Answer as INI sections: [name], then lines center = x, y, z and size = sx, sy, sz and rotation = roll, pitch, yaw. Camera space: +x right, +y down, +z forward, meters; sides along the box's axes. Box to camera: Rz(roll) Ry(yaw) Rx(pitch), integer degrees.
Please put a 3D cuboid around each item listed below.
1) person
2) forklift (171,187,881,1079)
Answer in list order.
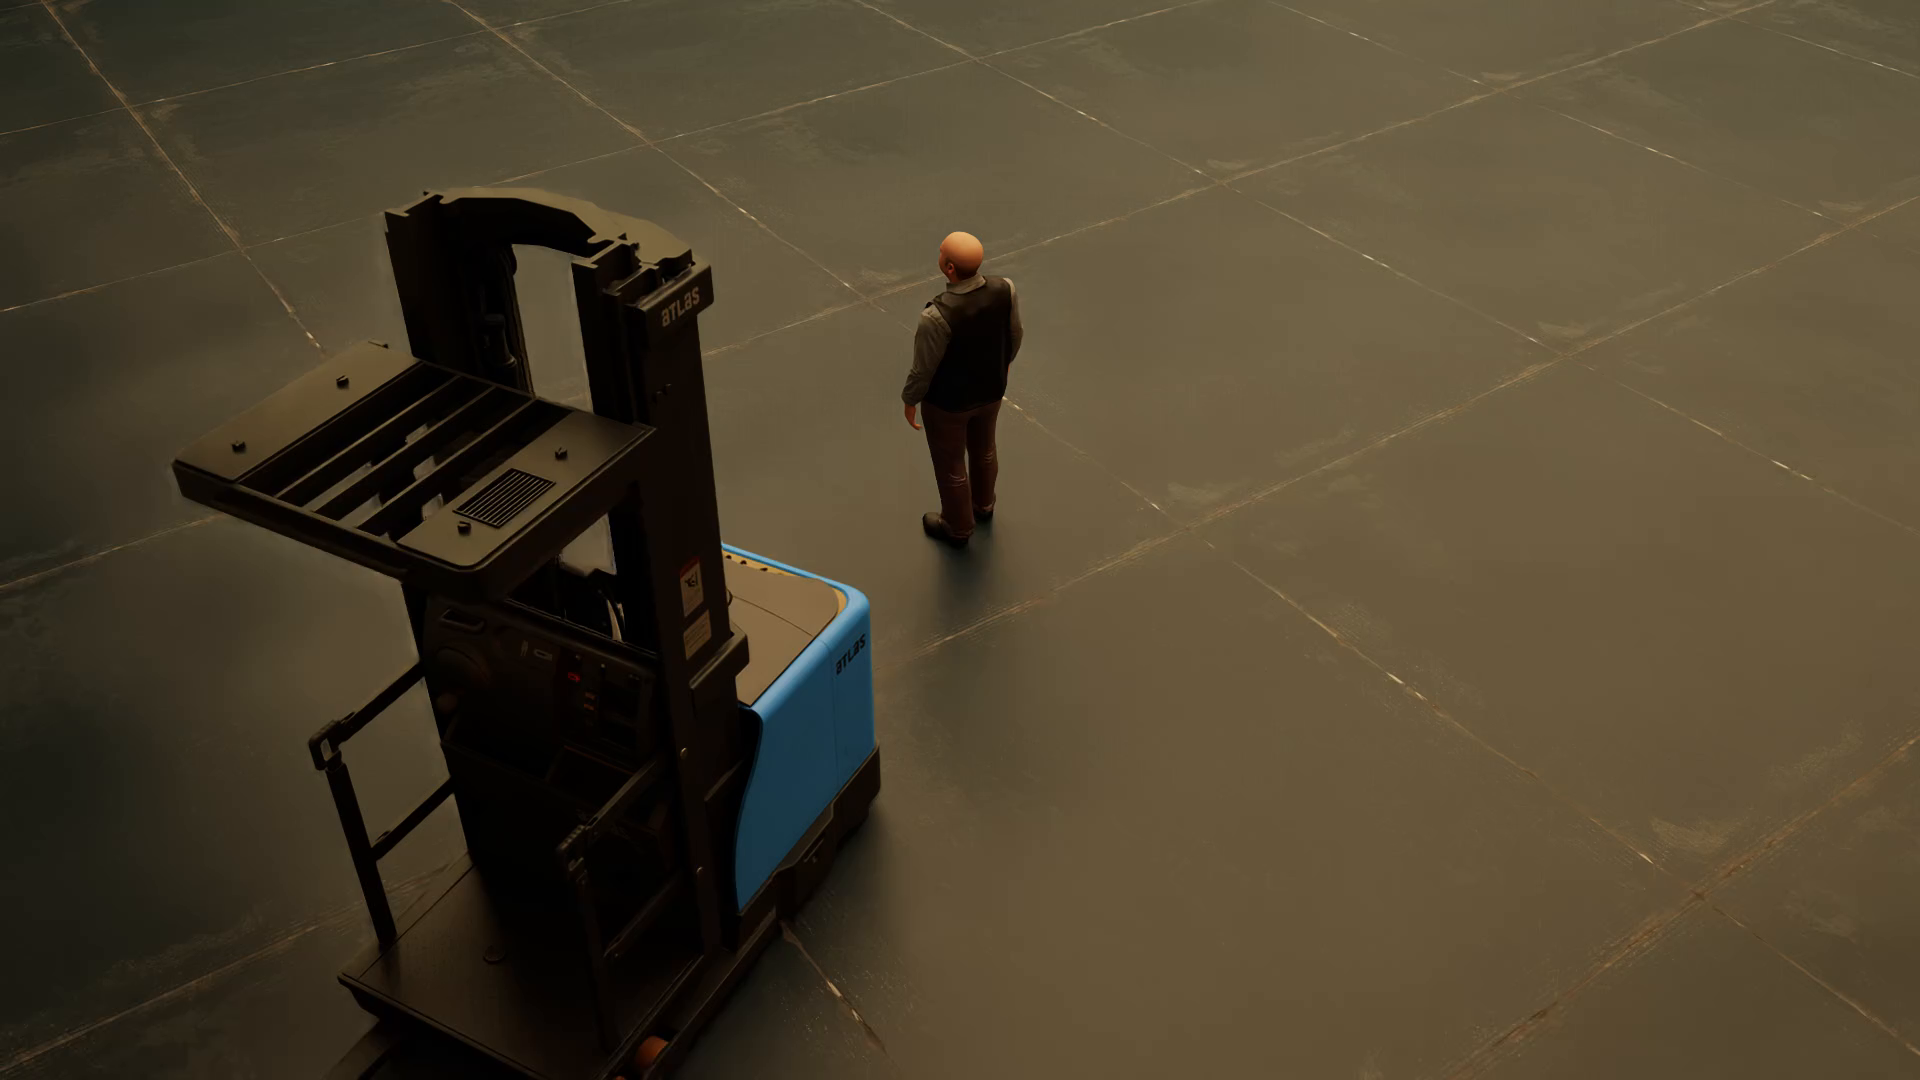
[person]
center = -0.031, -0.731, 7.939
size = 0.633, 1.722, 0.566
rotation = -23, 42, -28
[forklift]
center = -1.469, 0.521, 5.240
size = 1.130, 2.935, 3.031
rotation = 18, 40, 22
